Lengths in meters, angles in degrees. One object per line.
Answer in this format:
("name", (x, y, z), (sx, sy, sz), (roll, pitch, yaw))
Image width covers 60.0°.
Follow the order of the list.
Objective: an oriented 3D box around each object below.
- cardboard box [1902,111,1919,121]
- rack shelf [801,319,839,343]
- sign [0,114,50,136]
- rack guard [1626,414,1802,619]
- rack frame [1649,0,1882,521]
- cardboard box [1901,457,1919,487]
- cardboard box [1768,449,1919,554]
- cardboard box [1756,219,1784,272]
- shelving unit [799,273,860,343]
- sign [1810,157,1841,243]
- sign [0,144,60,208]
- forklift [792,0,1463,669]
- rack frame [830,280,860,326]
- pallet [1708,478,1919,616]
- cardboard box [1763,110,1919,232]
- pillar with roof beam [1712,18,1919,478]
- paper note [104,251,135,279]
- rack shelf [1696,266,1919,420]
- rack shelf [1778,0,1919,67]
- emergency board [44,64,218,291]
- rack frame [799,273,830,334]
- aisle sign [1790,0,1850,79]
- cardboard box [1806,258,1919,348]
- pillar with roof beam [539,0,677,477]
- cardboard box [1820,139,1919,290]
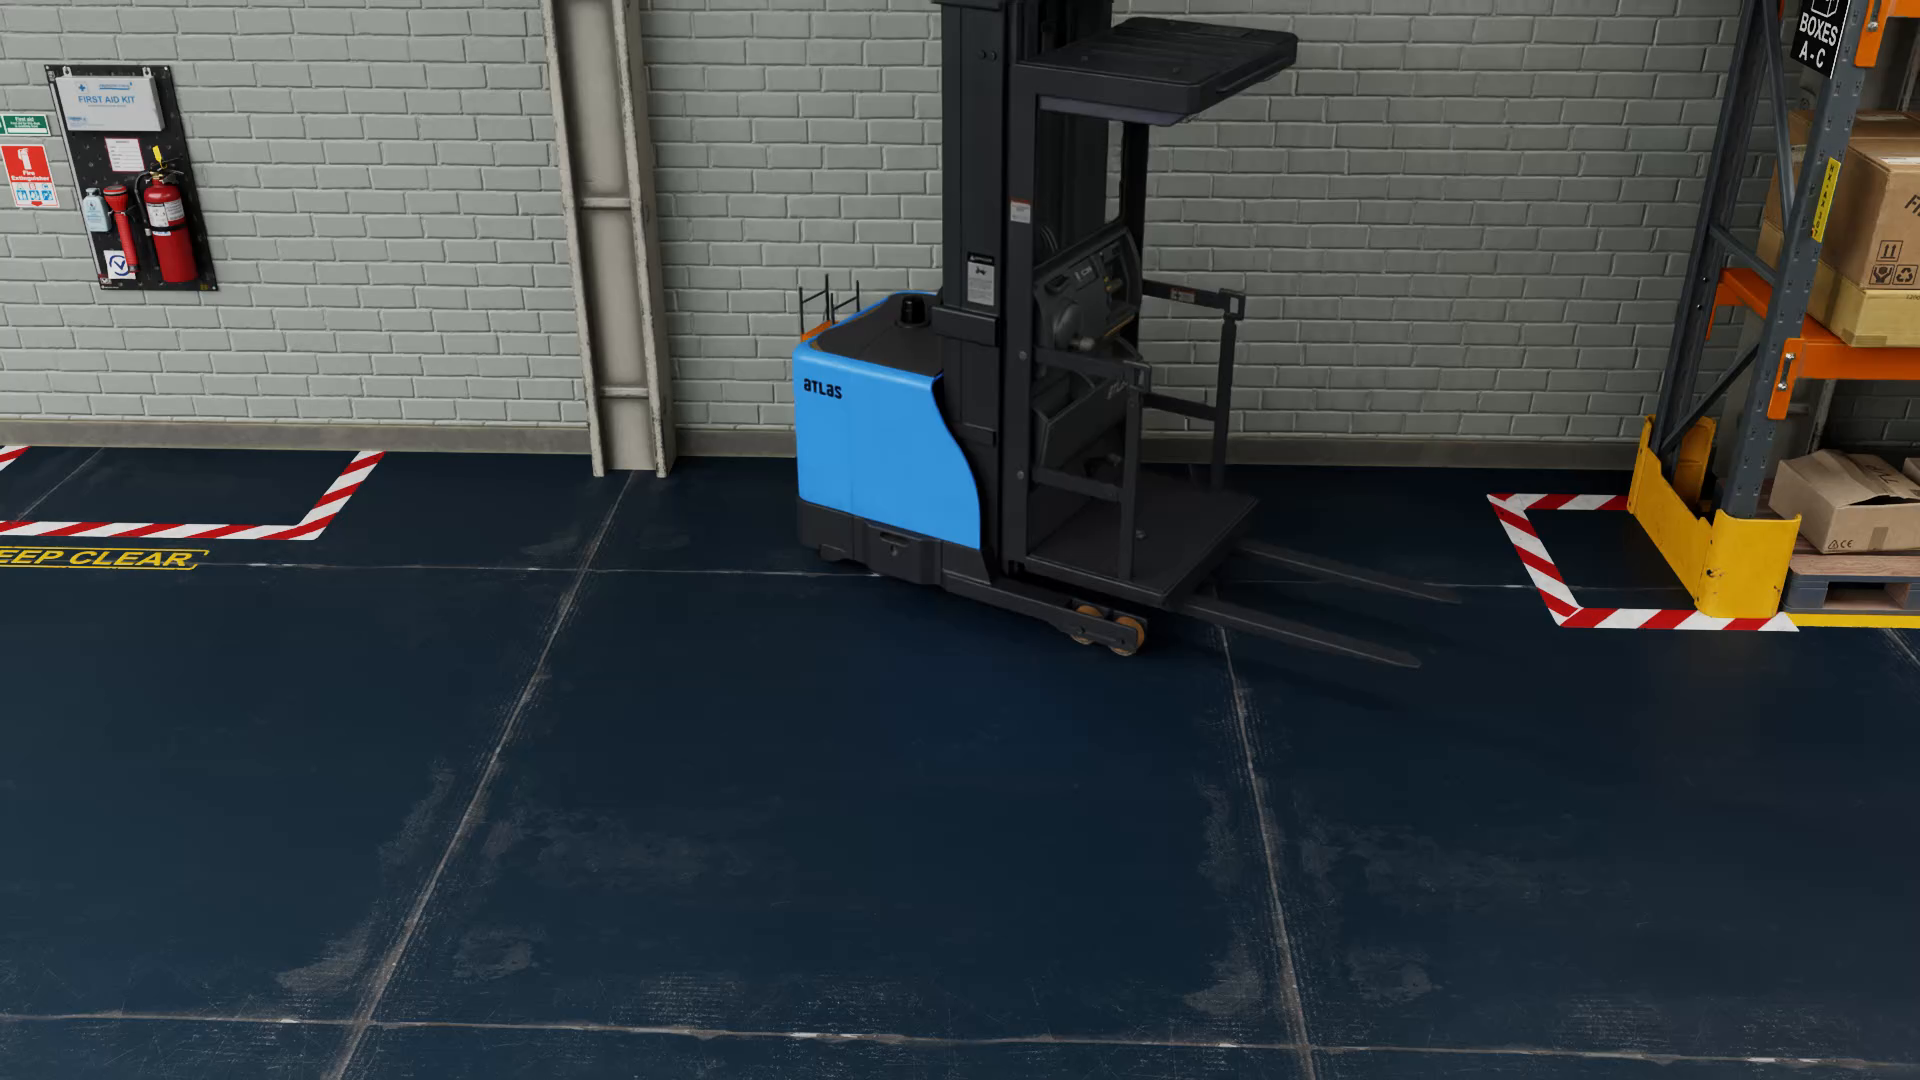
("cardboard box", (4.491, -1.596, 7.396), (0.500, 0.500, 0.500), (1, 28, 2))
("rack shelf", (-0.632, -0.986, 8.155), (0.180, 0.103, 0.258), (16, 32, 27))
("sign", (-4.770, -2.097, 8.400), (0.331, 0.109, 0.001), (1, 28, 2))
("rack guard", (3.585, -0.138, 7.976), (0.348, 0.500, 1.175), (1, 28, 2))
("rack frame", (3.509, -1.243, 7.393), (0.127, 3.000, 1.000), (1, 28, 2))
("cardboard box", (4.767, -0.187, 7.800), (0.500, 0.311, 0.500), (3, 28, 6))
("cardboard box", (4.198, -0.196, 7.818), (0.500, 0.311, 0.500), (-2, 28, -4))
("cardboard box", (3.983, -1.269, 7.580), (0.500, 0.250, 0.500), (1, 28, 3))
("shelving unit", (-0.632, -0.707, 8.303), (0.189, 1.200, 0.258), (16, 32, 27))
("sign", (3.490, -1.372, 6.711), (0.005, 0.325, 0.100), (1, 28, 2))
("sign", (-4.774, -1.868, 8.532), (0.234, 0.329, 0.001), (1, 28, 2))
("forklift", (0.739, -1.072, 7.144), (3.031, 2.935, 1.130), (16, 32, 27))
("rack frame", (-0.554, -0.685, 8.262), (0.006, 1.200, 0.240), (16, 32, 27))
("pallet", (4.396, 0.020, 7.987), (1.213, 0.211, 1.003), (1, 28, 2))
("cardboard box", (3.988, -1.609, 7.420), (0.500, 0.500, 0.500), (1, 28, 1))
("pillar with roof beam", (4.088, -2.272, 2.928), (0.400, 9.000, 9.100), (1, 28, 2))
("paper note", (-4.400, -1.440, 8.705), (0.142, 0.148, 0.016), (1, 28, 2))
("rack shelf", (5.508, -0.892, 7.499), (4.000, 0.370, 1.077), (1, 28, 2))
("rack shelf", (5.508, -2.218, 6.796), (4.000, 0.370, 1.077), (1, 28, 2))
("emergency board", (-4.225, -1.794, 8.432), (0.643, 1.169, 0.194), (1, 28, 2))
("rack frame", (-0.711, -0.729, 8.344), (0.006, 1.200, 0.240), (16, 32, 27))
("aisle sign", (3.427, -2.253, 6.521), (0.004, 0.787, 0.394), (1, 28, 2))
("cardboard box", (3.986, -1.029, 7.127), (0.500, 0.250, 0.500), (0, 28, 0))
("pillar with roof beam", (-1.909, -2.371, 3.115), (0.400, 9.000, 9.100), (1, 28, 2))
("cardboard box", (3.976, -1.369, 6.967), (0.500, 0.500, 0.500), (1, 28, 2))
